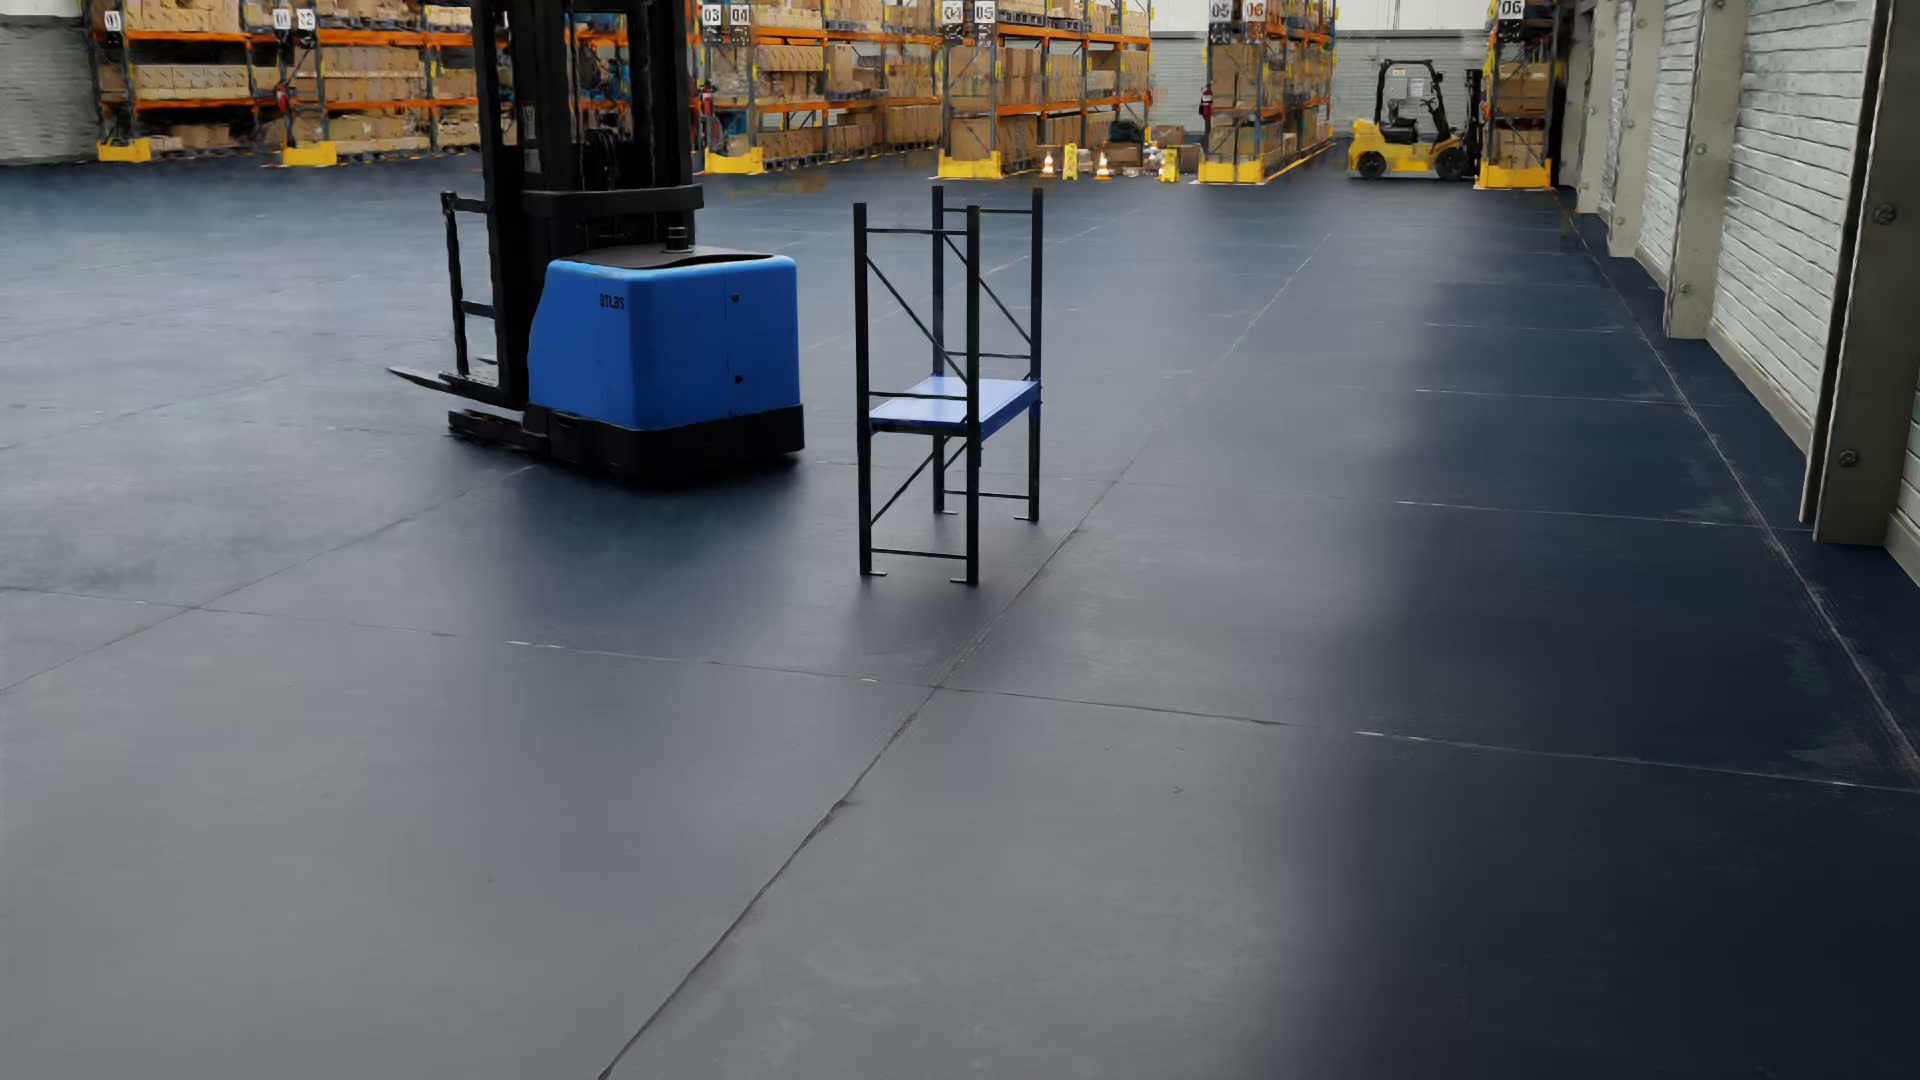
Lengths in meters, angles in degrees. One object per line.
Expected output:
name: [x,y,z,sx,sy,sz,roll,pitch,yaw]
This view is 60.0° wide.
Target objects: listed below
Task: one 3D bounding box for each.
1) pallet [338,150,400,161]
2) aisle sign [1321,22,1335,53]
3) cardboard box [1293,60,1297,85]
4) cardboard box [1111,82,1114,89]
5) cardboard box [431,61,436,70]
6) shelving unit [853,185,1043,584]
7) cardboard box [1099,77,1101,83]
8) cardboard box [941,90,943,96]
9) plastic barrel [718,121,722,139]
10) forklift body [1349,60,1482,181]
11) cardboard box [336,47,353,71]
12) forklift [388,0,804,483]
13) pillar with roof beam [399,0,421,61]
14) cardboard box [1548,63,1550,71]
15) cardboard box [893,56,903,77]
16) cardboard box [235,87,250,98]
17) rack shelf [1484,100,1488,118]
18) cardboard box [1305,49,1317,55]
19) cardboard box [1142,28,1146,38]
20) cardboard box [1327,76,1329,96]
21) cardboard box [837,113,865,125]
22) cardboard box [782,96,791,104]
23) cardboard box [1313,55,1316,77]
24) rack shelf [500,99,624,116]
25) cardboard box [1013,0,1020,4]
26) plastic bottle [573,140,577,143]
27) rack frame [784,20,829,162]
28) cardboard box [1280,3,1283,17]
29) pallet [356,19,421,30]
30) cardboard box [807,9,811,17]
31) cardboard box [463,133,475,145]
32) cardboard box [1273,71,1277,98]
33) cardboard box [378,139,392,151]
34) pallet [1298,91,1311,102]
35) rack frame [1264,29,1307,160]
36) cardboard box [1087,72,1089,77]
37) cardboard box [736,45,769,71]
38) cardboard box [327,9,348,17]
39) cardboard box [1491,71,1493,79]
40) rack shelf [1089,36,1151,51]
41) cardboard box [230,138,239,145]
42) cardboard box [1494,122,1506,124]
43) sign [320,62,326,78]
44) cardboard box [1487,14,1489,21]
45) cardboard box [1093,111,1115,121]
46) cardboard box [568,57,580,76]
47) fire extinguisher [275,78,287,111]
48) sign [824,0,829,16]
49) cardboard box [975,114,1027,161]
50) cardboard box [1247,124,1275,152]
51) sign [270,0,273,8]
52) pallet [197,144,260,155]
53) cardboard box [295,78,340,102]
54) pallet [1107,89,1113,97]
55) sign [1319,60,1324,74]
pallet: [-13.514,-8.744,37.771,1.003,0.211,1.213,5,16,16]
aisle sign: [9.823,-13.458,44.516,0.394,0.787,0.004,5,16,16]
cardboard box: [6.799,-9.826,34.978,0.500,0.500,0.500,5,16,16]
cardboard box: [3.671,-11.485,42.016,0.380,0.149,0.250,4,16,15]
cardboard box: [-15.267,-13.507,47.312,0.500,0.250,0.500,5,17,17]
shelving unit: [-0.024,-0.699,7.046,0.538,1.500,1.048,5,16,16]
cardboard box: [3.225,-11.220,40.536,0.380,0.149,0.250,5,17,18]
cardboard box: [-0.655,-11.934,44.368,0.380,0.149,0.250,4,16,14]
plastic barrel: [-6.499,-10.857,43.899,0.421,0.512,0.421,0,16,0]
forklift body: [8.509,-7.872,31.141,2.313,2.155,1.214,5,16,16]
cardboard box: [-13.735,-10.510,36.324,0.700,0.500,0.500,4,16,14]
forklift: [-2.217,-2.020,9.079,1.130,2.935,3.031,-15,22,-43]
pillar with roof beam: [-11.883,-15.889,46.858,9.100,9.000,0.400,5,16,16]
cardboard box: [10.155,-8.282,29.114,0.380,0.149,0.250,5,17,18]
cardboard box: [-1.858,-11.779,41.339,0.797,0.503,0.637,5,17,17]
cardboard box: [-17.497,-10.784,40.091,0.500,0.250,0.500,5,16,16]
rack shelf: [11.424,-8.866,34.410,1.077,0.370,4.000,5,16,16]
cardboard box: [8.708,-12.070,41.181,0.380,0.149,0.250,4,16,15]
cardboard box: [4.717,-13.667,44.796,0.500,0.250,0.500,5,16,16]
cardboard box: [9.465,-11.984,43.900,0.500,0.500,0.500,4,16,15]
cardboard box: [-2.572,-9.941,39.280,0.500,0.250,0.500,7,17,22]
cardboard box: [-3.714,-9.115,34.430,0.380,0.149,0.250,5,16,16]
cardboard box: [8.180,-11.292,39.627,0.500,0.500,0.500,5,17,18]
rack shelf: [-8.723,-9.356,36.138,1.077,0.370,4.000,5,16,16]
cardboard box: [0.853,-10.520,32.200,0.500,0.250,0.500,4,16,15]
plastic bottle: [-8.396,-8.592,36.296,0.061,0.283,0.133,5,17,17]
rack frame: [-3.406,-9.842,36.530,1.000,3.000,0.127,5,16,16]
cardboard box: [5.927,-10.186,31.978,0.500,0.250,0.500,4,16,15]
pallet: [-13.120,-11.786,38.051,1.003,0.211,1.213,5,16,16]
cardboard box: [-3.373,-11.162,35.232,0.380,0.149,0.250,4,16,13]
cardboard box: [-12.259,-9.846,40.814,0.500,0.250,0.500,4,16,14]
cardboard box: [5.784,-8.723,31.858,0.500,0.500,0.500,4,16,15]
cardboard box: [-13.246,-8.959,37.687,0.500,0.250,0.500,5,16,16]
pallet: [7.132,-9.833,36.850,1.213,0.211,1.003,5,16,16]
rack frame: [7.232,-10.120,37.510,1.000,3.000,0.127,5,16,16]
cardboard box: [2.849,-11.021,39.288,0.380,0.149,0.250,4,16,14]
cardboard box: [-4.125,-9.590,33.083,0.500,0.500,0.500,5,16,16]
cardboard box: [-13.536,-11.450,36.138,0.380,0.149,0.250,5,16,16]
cardboard box: [10.176,-8.721,31.207,0.380,0.149,0.250,4,16,15]
rack shelf: [4.163,-13.144,43.993,1.077,0.370,4.000,5,16,16]
cardboard box: [-17.776,-9.700,40.418,0.380,0.166,0.250,2,16,9]
cardboard box: [11.890,-9.196,36.877,0.380,0.149,0.250,4,16,13]
sign: [-13.509,-9.974,35.266,0.100,0.325,0.005,5,16,16]
cardboard box: [12.424,-12.109,38.534,0.380,0.149,0.250,5,17,17]
cardboard box: [3.625,-10.669,41.885,0.500,0.250,0.500,4,16,14]
cardboard box: [-10.734,-13.385,47.008,0.500,0.500,0.500,5,17,16]
fire extinguisher: [-14.518,-9.532,35.581,0.296,0.674,0.183,5,16,16]
sign: [-2.883,-11.493,35.909,0.100,0.325,0.005,5,16,16]
cardboard box: [0.823,-8.215,33.920,0.875,0.875,0.875,5,17,16]
cardboard box: [5.754,-7.730,31.981,0.500,0.500,0.500,5,17,17]
sign: [-14.556,-11.441,35.194,0.100,0.325,0.005,5,16,16]
pallet: [-17.810,-9.474,40.344,1.003,0.211,1.213,5,16,16]
cardboard box: [-13.894,-9.734,35.966,0.700,0.500,0.500,5,16,16]
pallet: [3.238,-11.243,41.821,1.003,0.211,1.213,5,16,16]
sign: [8.892,-11.646,40.913,0.100,0.325,0.005,5,16,16]
